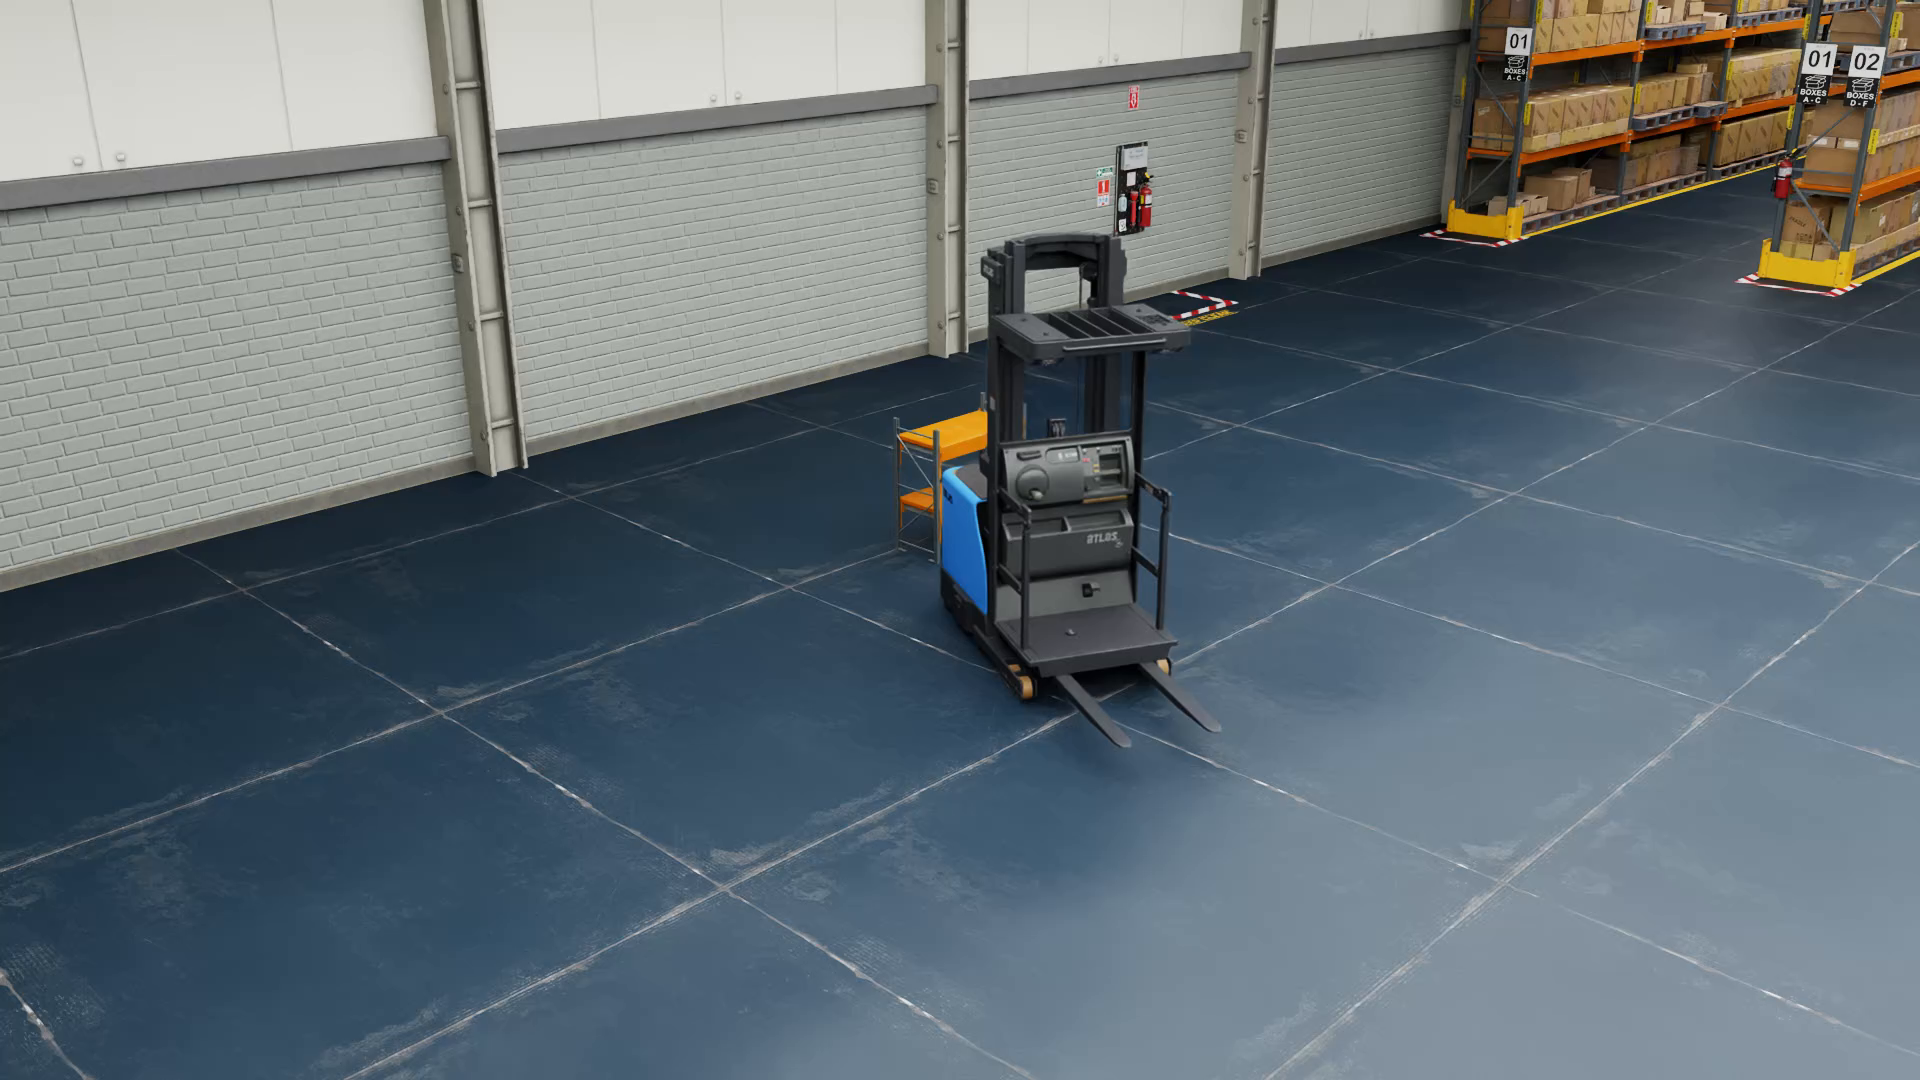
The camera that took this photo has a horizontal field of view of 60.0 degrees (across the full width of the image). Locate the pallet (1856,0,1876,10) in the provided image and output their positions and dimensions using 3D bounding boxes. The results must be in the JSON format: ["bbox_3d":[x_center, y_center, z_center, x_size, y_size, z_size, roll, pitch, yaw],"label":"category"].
[{"bbox_3d":[19.012,-11.586,35.841,1.003,0.211,1.213,19,28,41],"label":"pallet"}]

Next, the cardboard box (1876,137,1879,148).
[{"bbox_3d":[12.523,-5.533,23.109,0.380,0.149,0.250,18,28,39],"label":"cardboard box"}]

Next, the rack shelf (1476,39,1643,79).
[{"bbox_3d":[9.756,-7.886,27.094,1.077,0.370,4.000,19,28,41],"label":"rack shelf"}]

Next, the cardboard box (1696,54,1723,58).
[{"bbox_3d":[14.436,-9.222,32.123,0.500,0.250,0.500,18,27,39],"label":"cardboard box"}]

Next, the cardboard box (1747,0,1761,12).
[{"bbox_3d":[14.966,-10.443,31.993,0.500,0.500,0.700,-18,28,-39],"label":"cardboard box"}]

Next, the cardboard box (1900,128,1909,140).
[{"bbox_3d":[13.413,-5.860,23.958,0.380,0.149,0.250,20,28,41],"label":"cardboard box"}]

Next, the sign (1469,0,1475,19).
[{"bbox_3d":[7.977,-8.265,25.843,0.100,0.325,0.005,19,28,41],"label":"sign"}]

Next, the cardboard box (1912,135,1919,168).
[{"bbox_3d":[14.035,-5.891,24.942,0.700,0.500,0.500,19,28,40],"label":"cardboard box"}]

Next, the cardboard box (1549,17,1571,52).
[{"bbox_3d":[9.173,-7.916,26.003,0.500,0.500,0.500,-18,27,-39],"label":"cardboard box"}]

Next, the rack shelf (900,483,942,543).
[{"bbox_3d":[0.005,-0.299,13.827,0.538,0.278,1.000,19,28,41],"label":"rack shelf"}]

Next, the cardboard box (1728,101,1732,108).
[{"bbox_3d":[14.519,-8.345,31.789,0.250,0.149,0.380,-20,29,-41],"label":"cardboard box"}]

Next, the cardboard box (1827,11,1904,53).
[{"bbox_3d":[12.316,-6.925,22.667,0.637,0.503,0.797,-18,27,-38],"label":"cardboard box"}]

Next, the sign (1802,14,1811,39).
[{"bbox_3d":[11.533,-6.984,22.622,0.100,0.325,0.005,19,28,41],"label":"sign"}]

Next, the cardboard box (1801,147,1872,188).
[{"bbox_3d":[12.247,-5.232,23.228,0.700,0.500,0.500,19,28,41],"label":"cardboard box"}]

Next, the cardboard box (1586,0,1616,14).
[{"bbox_3d":[10.264,-8.781,26.860,0.500,0.500,0.500,18,27,39],"label":"cardboard box"}]

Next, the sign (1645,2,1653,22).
[{"bbox_3d":[11.545,-8.843,27.862,0.100,0.325,0.005,19,28,41],"label":"sign"}]

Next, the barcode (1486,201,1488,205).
[{"bbox_3d":[8.634,-5.522,27.244,0.001,0.075,0.075,19,28,41],"label":"barcode"}]

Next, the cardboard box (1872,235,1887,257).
[{"bbox_3d":[13.141,-4.321,24.245,0.500,0.250,0.500,19,28,41],"label":"cardboard box"}]

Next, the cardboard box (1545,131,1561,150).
[{"bbox_3d":[9.281,-6.430,26.665,0.500,0.250,0.500,18,28,39],"label":"cardboard box"}]

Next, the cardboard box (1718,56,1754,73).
[{"bbox_3d":[14.817,-9.099,31.802,0.500,0.250,0.500,19,28,40],"label":"cardboard box"}]

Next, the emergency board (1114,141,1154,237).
[{"bbox_3d":[2.292,-4.536,21.556,0.194,1.169,0.643,19,28,41],"label":"emergency board"}]

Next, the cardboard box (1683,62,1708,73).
[{"bbox_3d":[13.722,-8.822,31.052,0.380,0.149,0.250,15,26,34],"label":"cardboard box"}]

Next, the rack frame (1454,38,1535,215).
[{"bbox_3d":[8.361,-6.307,26.166,1.000,3.000,0.127,19,28,41],"label":"rack frame"}]

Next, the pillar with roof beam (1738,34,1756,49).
[{"bbox_3d":[19.685,-11.511,31.343,9.100,9.000,0.400,19,28,41],"label":"pillar with roof beam"}]

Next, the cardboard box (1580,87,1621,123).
[{"bbox_3d":[10.699,-7.296,27.874,0.500,0.500,0.500,19,28,40],"label":"cardboard box"}]

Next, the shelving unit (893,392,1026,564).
[{"bbox_3d":[0.005,-0.527,13.739,0.538,1.125,1.048,19,28,41],"label":"shelving unit"}]

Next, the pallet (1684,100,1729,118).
[{"bbox_3d":[13.521,-8.064,31.004,1.213,0.211,1.003,19,28,41],"label":"pallet"}]

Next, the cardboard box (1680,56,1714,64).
[{"bbox_3d":[14.072,-9.090,31.778,0.500,0.250,0.500,-19,28,-41],"label":"cardboard box"}]

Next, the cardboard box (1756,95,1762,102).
[{"bbox_3d":[15.588,-8.745,32.831,0.250,0.149,0.380,-19,28,-40],"label":"cardboard box"}]

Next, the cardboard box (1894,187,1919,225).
[{"bbox_3d":[14.179,-5.060,25.122,0.500,0.500,0.500,19,28,41],"label":"cardboard box"}]

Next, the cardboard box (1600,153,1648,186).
[{"bbox_3d":[11.977,-6.713,30.092,0.700,0.500,0.500,19,28,40],"label":"cardboard box"}]

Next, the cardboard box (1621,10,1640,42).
[{"bbox_3d":[10.974,-8.599,27.781,0.500,0.500,0.500,-19,28,-41],"label":"cardboard box"}]

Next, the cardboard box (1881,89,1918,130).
[{"bbox_3d":[13.348,-6.246,24.059,0.700,0.500,0.500,19,28,41],"label":"cardboard box"}]

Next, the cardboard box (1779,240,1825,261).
[{"bbox_3d":[12.075,-4.193,23.911,0.500,0.250,0.500,19,28,41],"label":"cardboard box"}]

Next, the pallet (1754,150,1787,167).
[{"bbox_3d":[16.248,-7.873,34.126,1.003,0.211,1.213,19,28,41],"label":"pallet"}]

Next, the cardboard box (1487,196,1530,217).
[{"bbox_3d":[8.908,-5.413,26.973,0.500,0.311,0.500,15,26,35],"label":"cardboard box"}]

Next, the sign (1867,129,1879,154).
[{"bbox_3d":[12.306,-5.369,22.407,0.100,0.325,0.005,19,28,41],"label":"sign"}]

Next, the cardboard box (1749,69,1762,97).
[{"bbox_3d":[15.183,-8.879,32.274,0.500,0.500,0.500,19,28,40],"label":"cardboard box"}]

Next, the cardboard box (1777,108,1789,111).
[{"bbox_3d":[17.633,-9.107,35.444,0.380,0.149,0.250,18,27,39],"label":"cardboard box"}]

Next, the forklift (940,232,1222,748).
[{"bbox_3d":[0.809,-0.458,11.041,1.130,2.935,3.031,-7,22,-18],"label":"forklift"}]

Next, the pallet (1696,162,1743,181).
[{"bbox_3d":[14.545,-7.246,32.494,1.003,0.211,1.213,19,28,41],"label":"pallet"}]

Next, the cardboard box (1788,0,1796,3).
[{"bbox_3d":[17.041,-11.199,34.197,0.500,0.250,0.500,20,28,41],"label":"cardboard box"}]

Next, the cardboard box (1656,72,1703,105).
[{"bbox_3d":[13.250,-8.342,30.707,0.700,0.500,0.500,16,26,36],"label":"cardboard box"}]

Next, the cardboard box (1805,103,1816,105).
[{"bbox_3d":[18.522,-9.435,36.297,0.380,0.149,0.250,20,28,41],"label":"cardboard box"}]

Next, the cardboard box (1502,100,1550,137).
[{"bbox_3d":[8.909,-6.644,26.178,0.500,0.500,0.500,19,28,41],"label":"cardboard box"}]

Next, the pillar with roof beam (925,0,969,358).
[{"bbox_3d":[2.942,-5.342,15.292,9.100,9.000,0.400,19,28,41],"label":"pillar with roof beam"}]

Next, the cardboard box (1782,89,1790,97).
[{"bbox_3d":[16.540,-9.056,33.638,0.250,0.149,0.380,-20,28,-41],"label":"cardboard box"}]

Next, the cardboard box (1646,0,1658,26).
[{"bbox_3d":[11.590,-9.099,28.523,0.500,0.500,0.500,-15,26,-35],"label":"cardboard box"}]

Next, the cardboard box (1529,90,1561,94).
[{"bbox_3d":[9.604,-7.161,27.524,0.500,0.500,0.500,-20,29,-41],"label":"cardboard box"}]

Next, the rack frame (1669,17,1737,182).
[{"bbox_3d":[13.942,-8.364,31.516,1.000,3.000,0.127,19,28,41],"label":"rack frame"}]

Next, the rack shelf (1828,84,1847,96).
[{"bbox_3d":[18.127,-9.570,35.658,1.077,0.370,4.000,19,28,41],"label":"rack shelf"}]

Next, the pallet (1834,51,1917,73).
[{"bbox_3d":[12.424,-6.603,22.876,1.003,0.211,1.213,19,28,41],"label":"pallet"}]

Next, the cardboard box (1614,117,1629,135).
[{"bbox_3d":[11.038,-7.077,28.350,0.500,0.250,0.500,19,28,41],"label":"cardboard box"}]

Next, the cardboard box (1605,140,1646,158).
[{"bbox_3d":[11.957,-7.032,29.875,0.500,0.250,0.500,19,28,40],"label":"cardboard box"}]

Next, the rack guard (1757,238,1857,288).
[{"bbox_3d":[11.896,-3.896,23.375,1.175,0.500,0.348,19,28,41],"label":"rack guard"}]
